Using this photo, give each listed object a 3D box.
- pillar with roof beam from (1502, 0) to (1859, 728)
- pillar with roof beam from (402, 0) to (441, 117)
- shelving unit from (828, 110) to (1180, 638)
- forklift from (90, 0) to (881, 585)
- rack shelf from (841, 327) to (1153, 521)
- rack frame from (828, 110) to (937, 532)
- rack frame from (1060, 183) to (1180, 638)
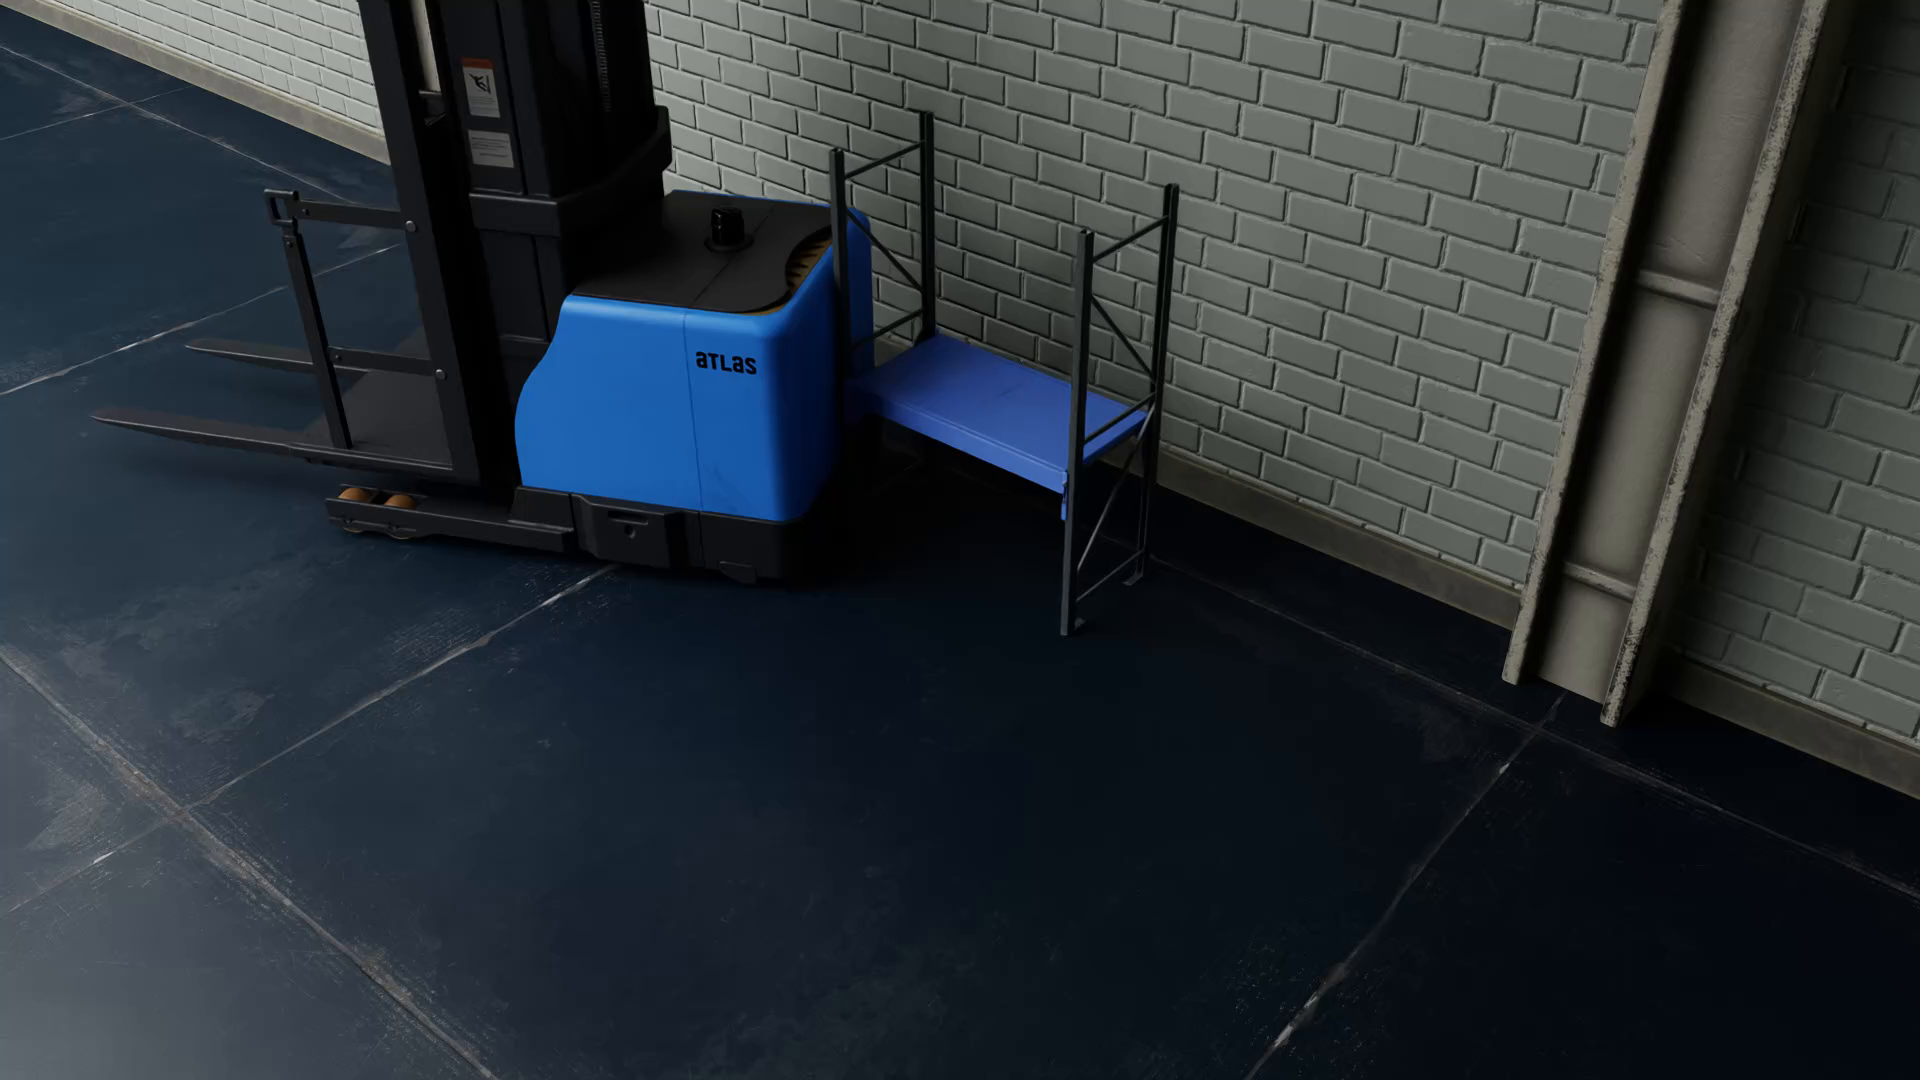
[{"bbox_3d":[-0.691,-1.367,0.292,0.400,9.000,9.100,25,42,32],"label":"pillar with roof beam"},{"bbox_3d":[-5.302,-3.540,3.456,0.400,9.000,9.100,25,42,32],"label":"pillar with roof beam"},{"bbox_3d":[0.129,-0.579,5.768,1.048,1.500,0.538,25,42,32],"label":"shelving unit"},{"bbox_3d":[-1.891,-1.490,5.830,3.031,2.935,1.130,8,35,11],"label":"forklift"},{"bbox_3d":[0.129,-0.430,5.870,1.000,0.185,0.538,25,42,32],"label":"rack shelf"},{"bbox_3d":[-0.262,-0.763,6.036,0.032,1.500,0.500,25,42,32],"label":"rack frame"},{"bbox_3d":[0.519,-0.395,5.500,0.032,1.500,0.500,25,42,32],"label":"rack frame"}]
